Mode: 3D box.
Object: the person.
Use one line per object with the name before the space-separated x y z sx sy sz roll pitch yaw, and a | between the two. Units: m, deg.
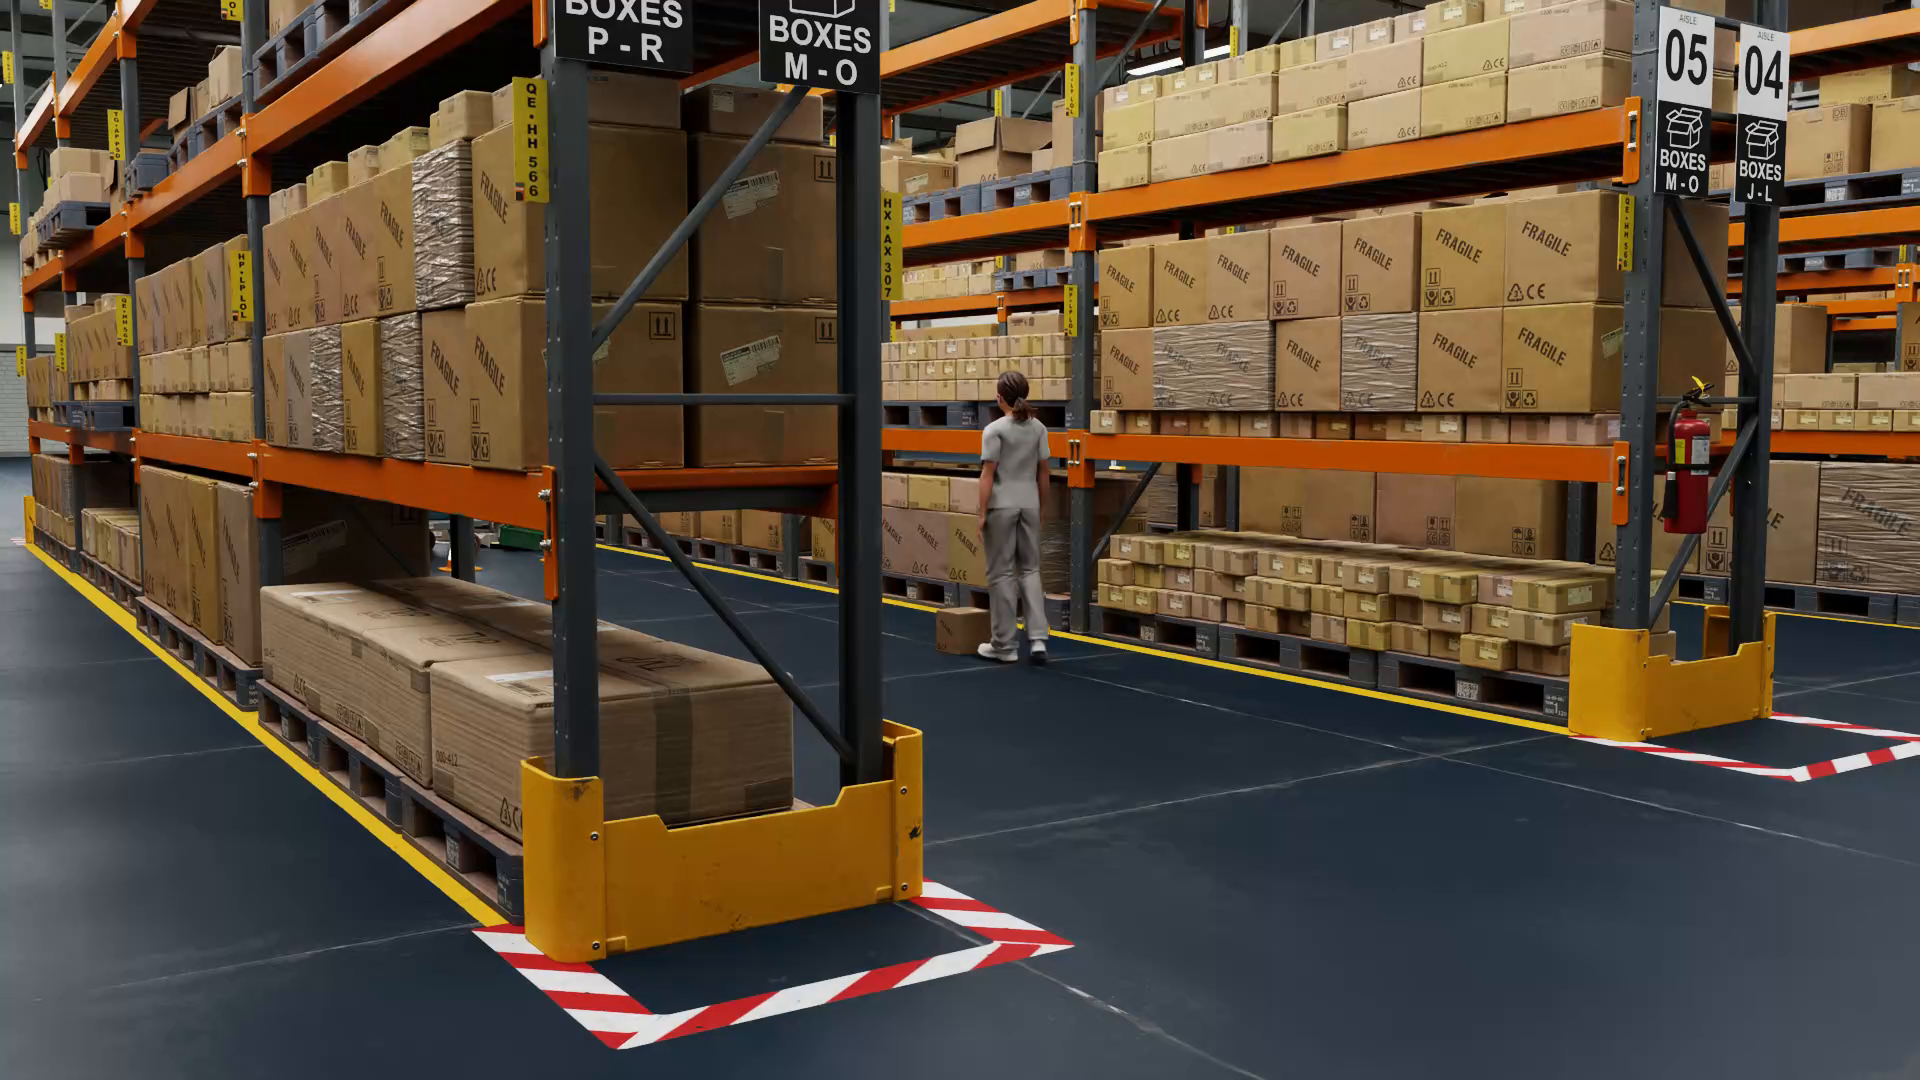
person | 0.304 -0.140 9.571 0.470 1.668 0.441 -3 5 -28
